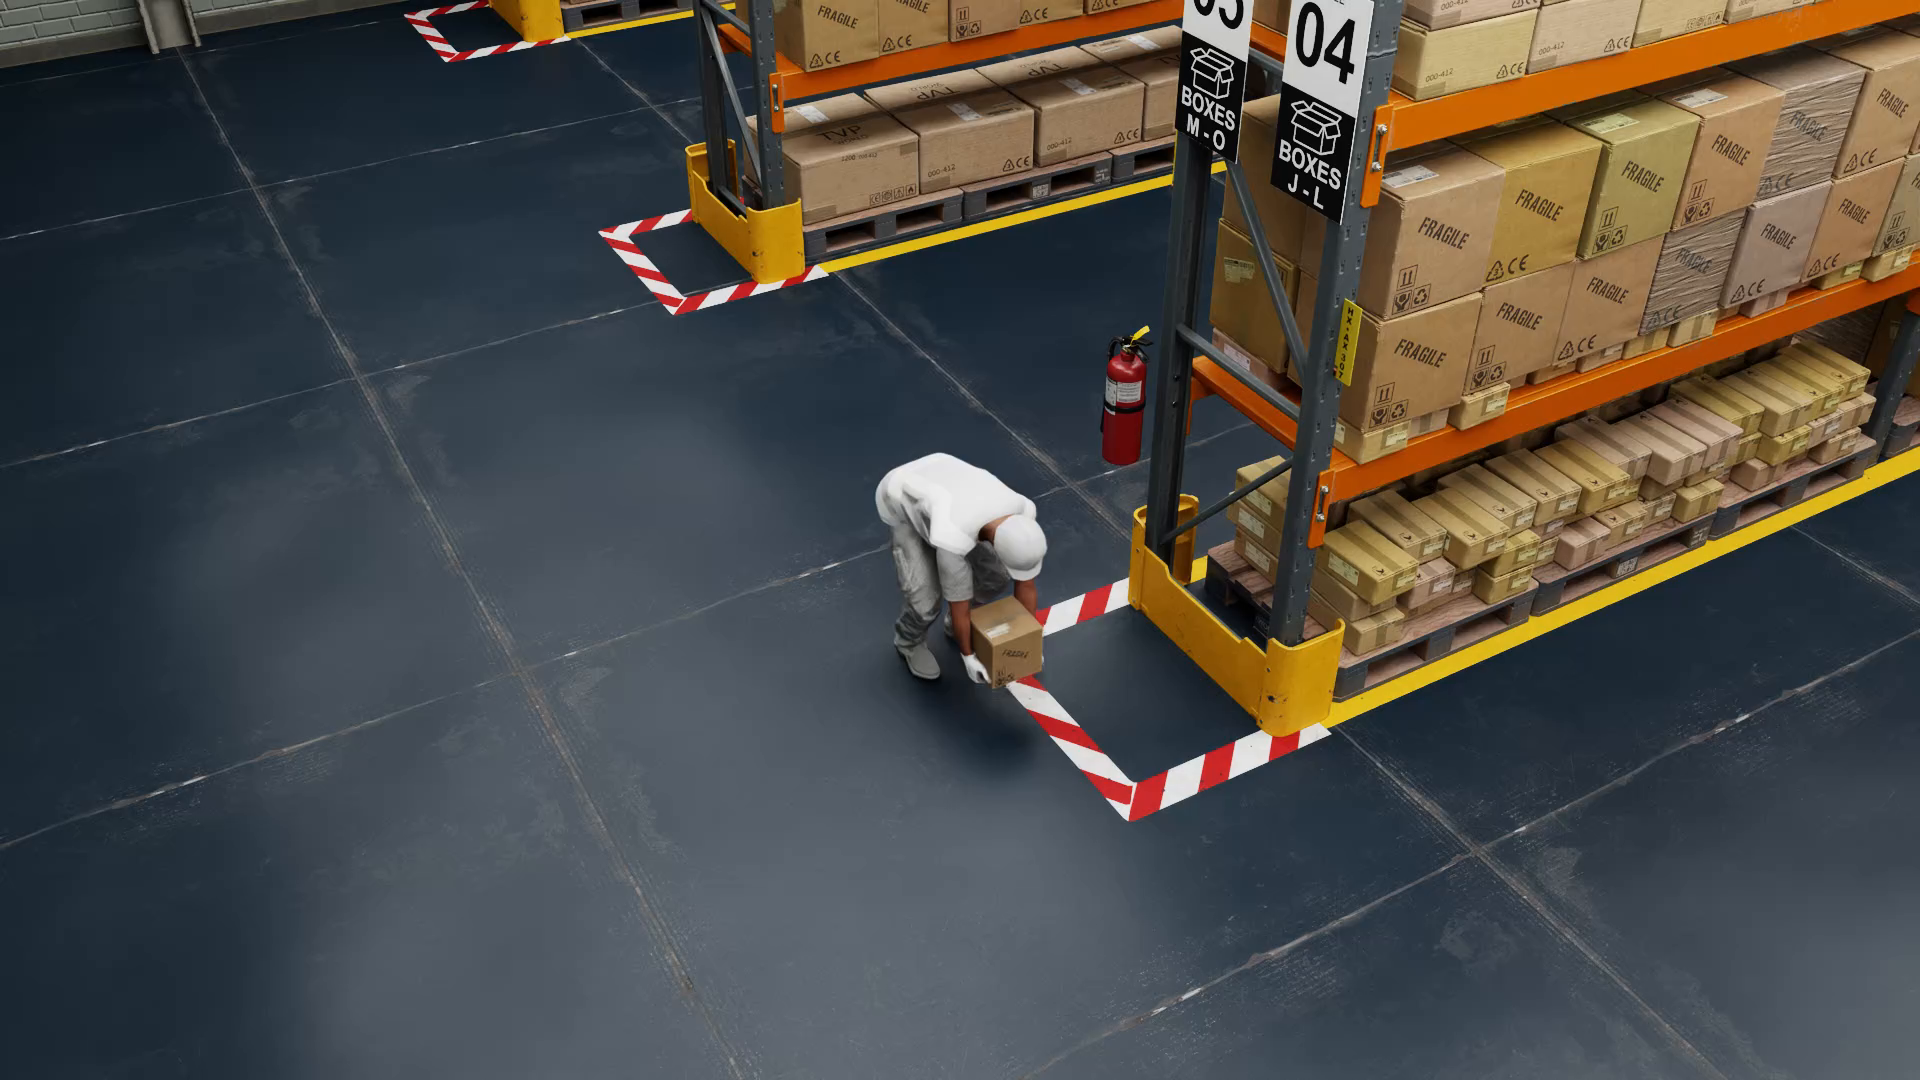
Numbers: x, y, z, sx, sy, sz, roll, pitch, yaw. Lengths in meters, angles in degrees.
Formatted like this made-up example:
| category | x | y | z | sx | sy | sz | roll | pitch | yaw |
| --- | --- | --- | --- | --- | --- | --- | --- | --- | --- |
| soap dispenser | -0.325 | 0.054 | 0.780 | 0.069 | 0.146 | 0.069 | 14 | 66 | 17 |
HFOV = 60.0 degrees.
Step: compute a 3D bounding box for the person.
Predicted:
| category | x | y | z | sx | sy | sz | roll | pitch | yaw |
| --- | --- | --- | --- | --- | --- | --- | --- | --- | --- |
| person | 0.031 | 0.173 | 7.267 | 0.534 | 1.081 | 0.978 | -22 | 42 | -27 |
